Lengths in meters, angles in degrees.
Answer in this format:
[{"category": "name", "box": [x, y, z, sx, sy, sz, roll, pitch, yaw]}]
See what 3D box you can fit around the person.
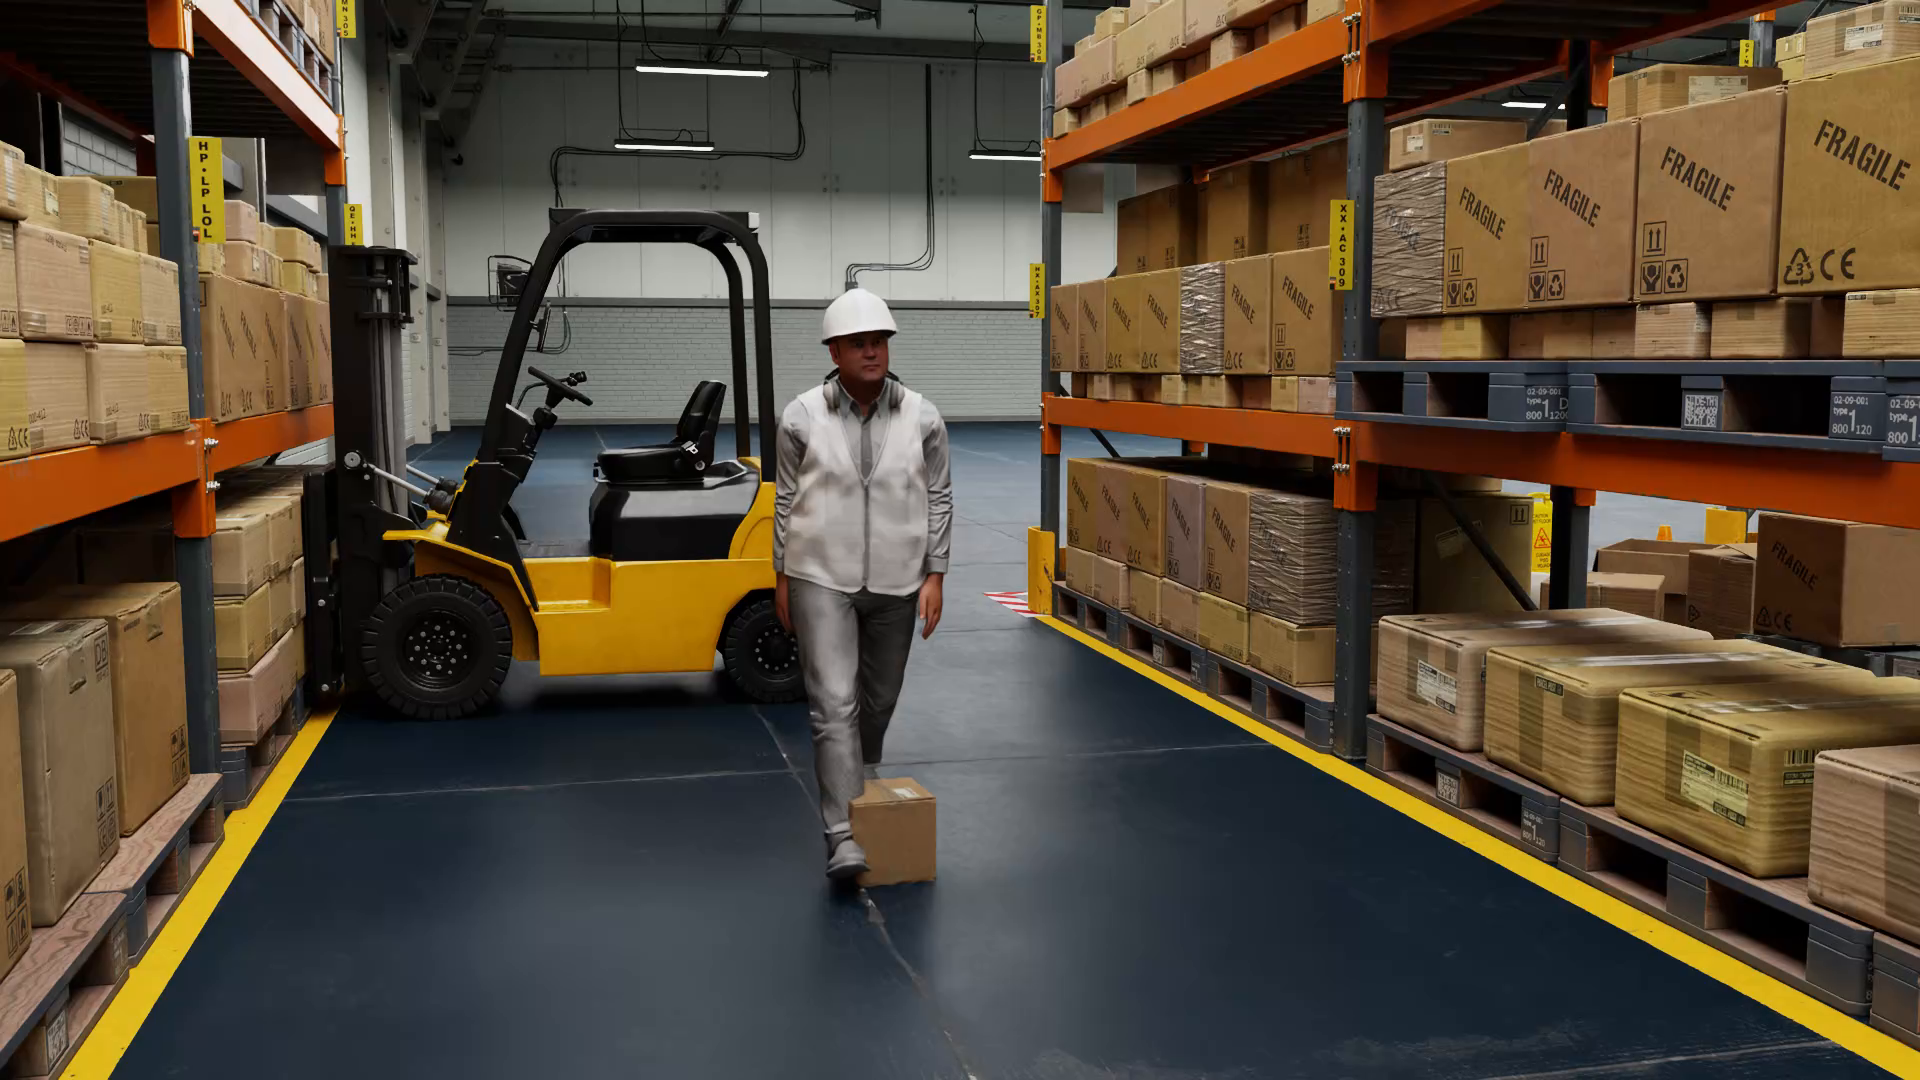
[{"category": "person", "box": [-0.293, 0.103, 5.088, 0.542, 1.717, 1.116, -2, 6, -15]}]
